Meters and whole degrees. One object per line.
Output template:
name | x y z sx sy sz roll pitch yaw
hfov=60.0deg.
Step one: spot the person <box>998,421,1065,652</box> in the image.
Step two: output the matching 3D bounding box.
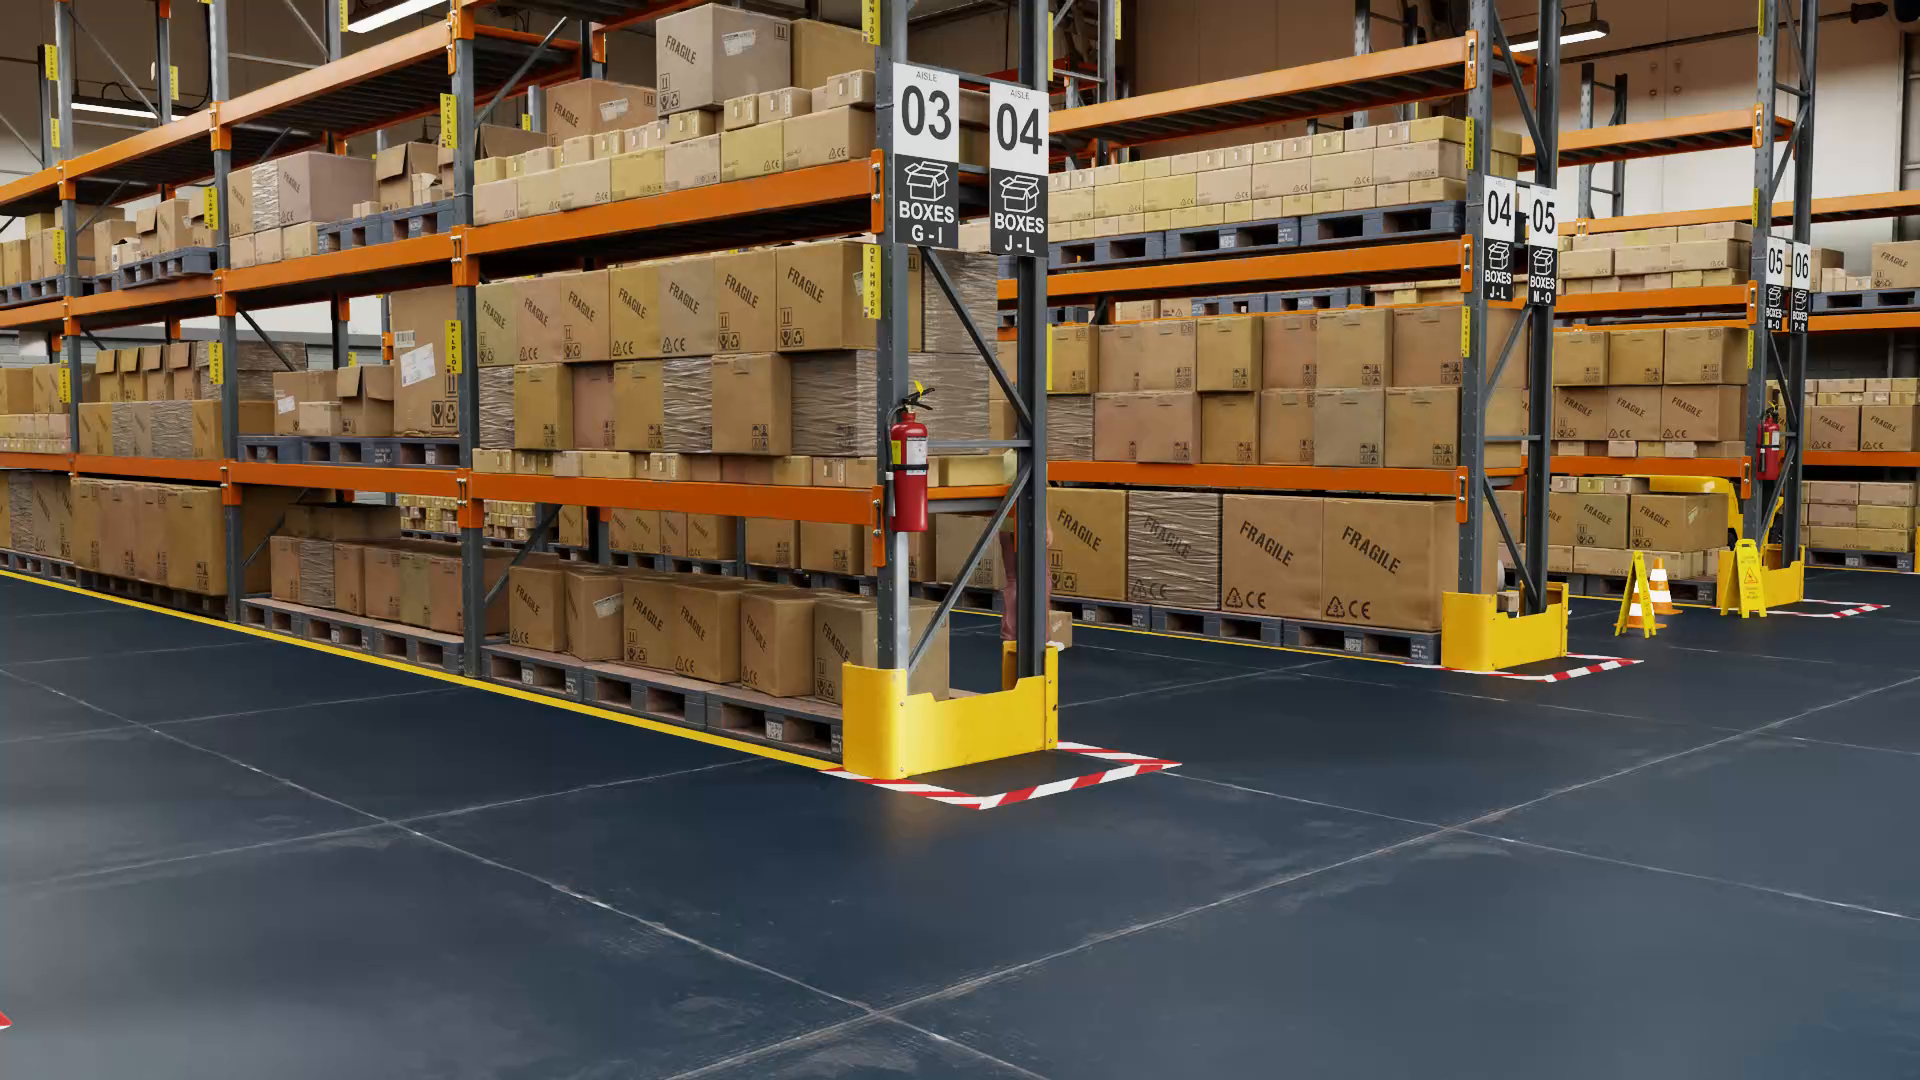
person | 0.461 -0.051 11.732 0.358 1.673 0.499 -4 6 -43
